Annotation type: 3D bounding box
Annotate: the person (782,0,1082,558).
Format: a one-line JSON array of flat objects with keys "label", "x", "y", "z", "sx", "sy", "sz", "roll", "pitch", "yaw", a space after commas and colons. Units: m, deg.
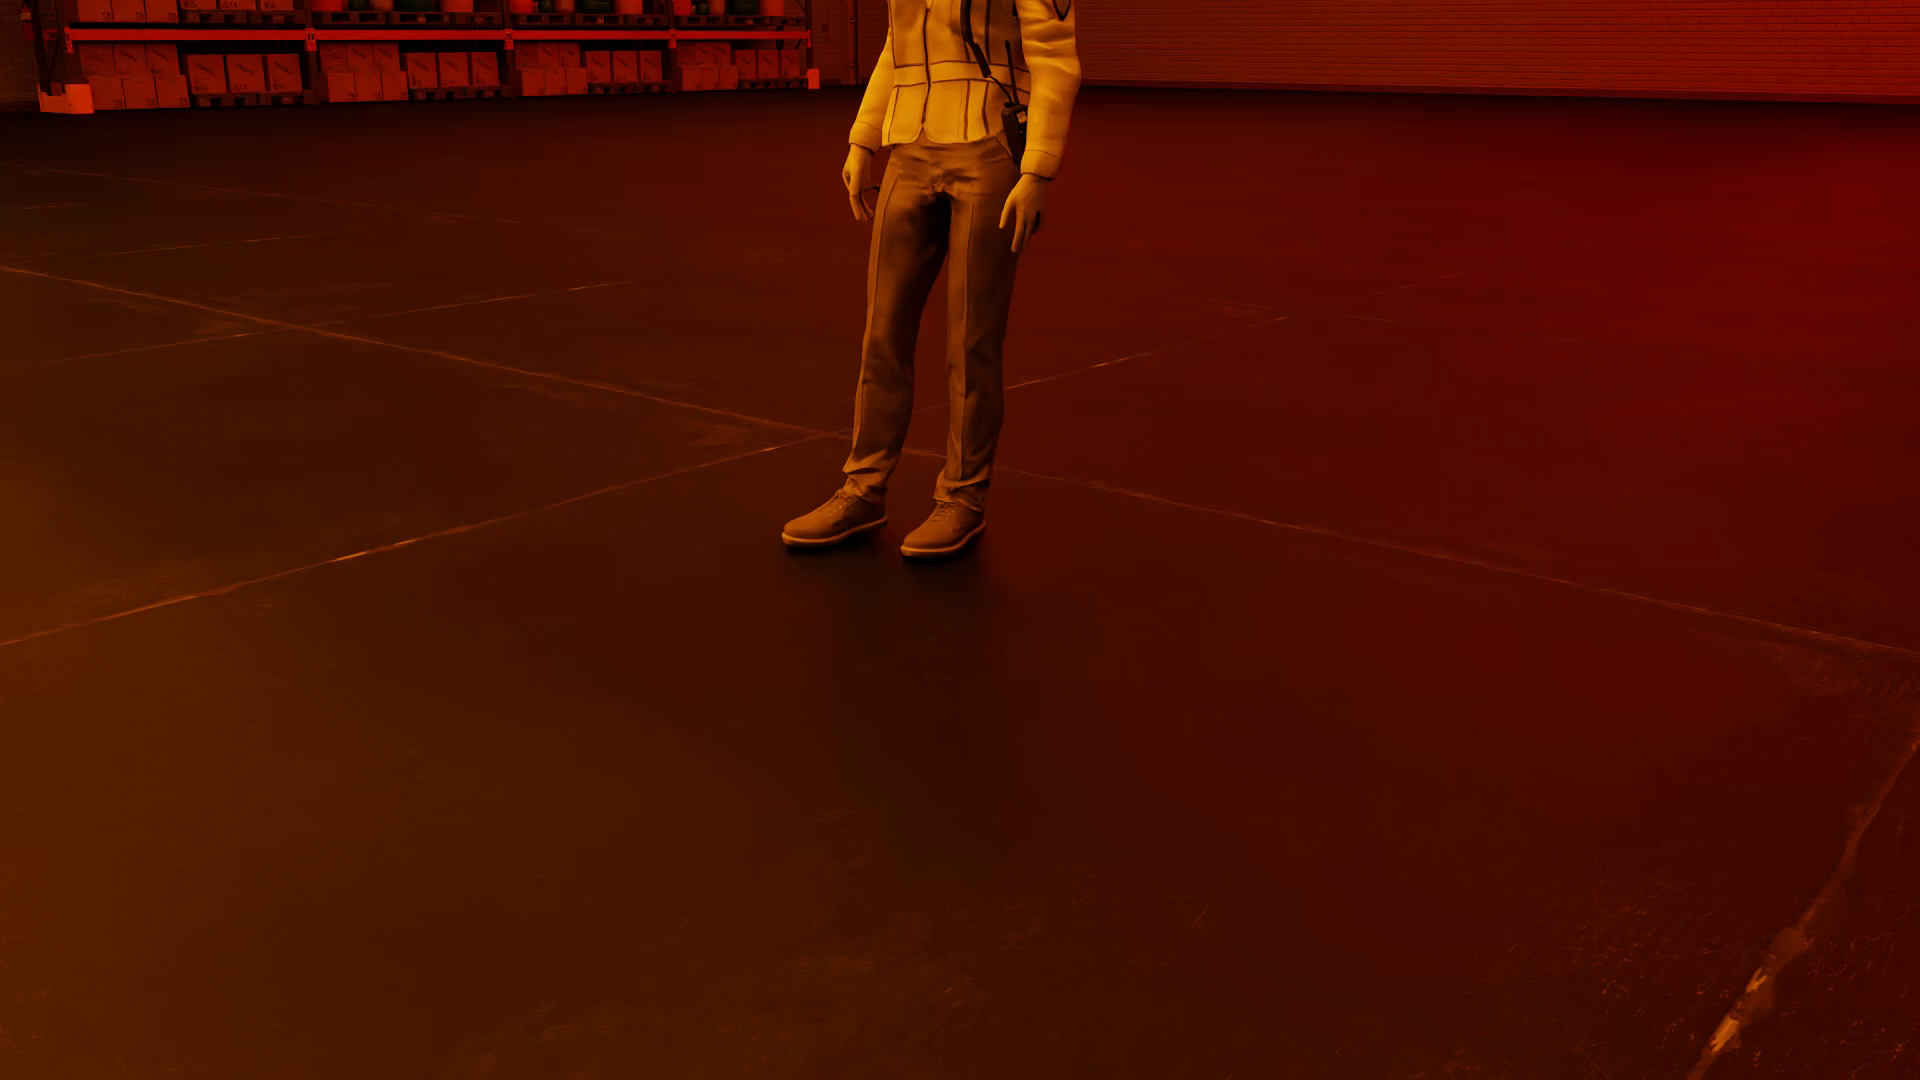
[{"label": "person", "x": -0.049, "y": -0.804, "z": 3.647, "sx": 0.588, "sy": 1.695, "sz": 0.531, "roll": 13, "pitch": 21, "yaw": 37}]
